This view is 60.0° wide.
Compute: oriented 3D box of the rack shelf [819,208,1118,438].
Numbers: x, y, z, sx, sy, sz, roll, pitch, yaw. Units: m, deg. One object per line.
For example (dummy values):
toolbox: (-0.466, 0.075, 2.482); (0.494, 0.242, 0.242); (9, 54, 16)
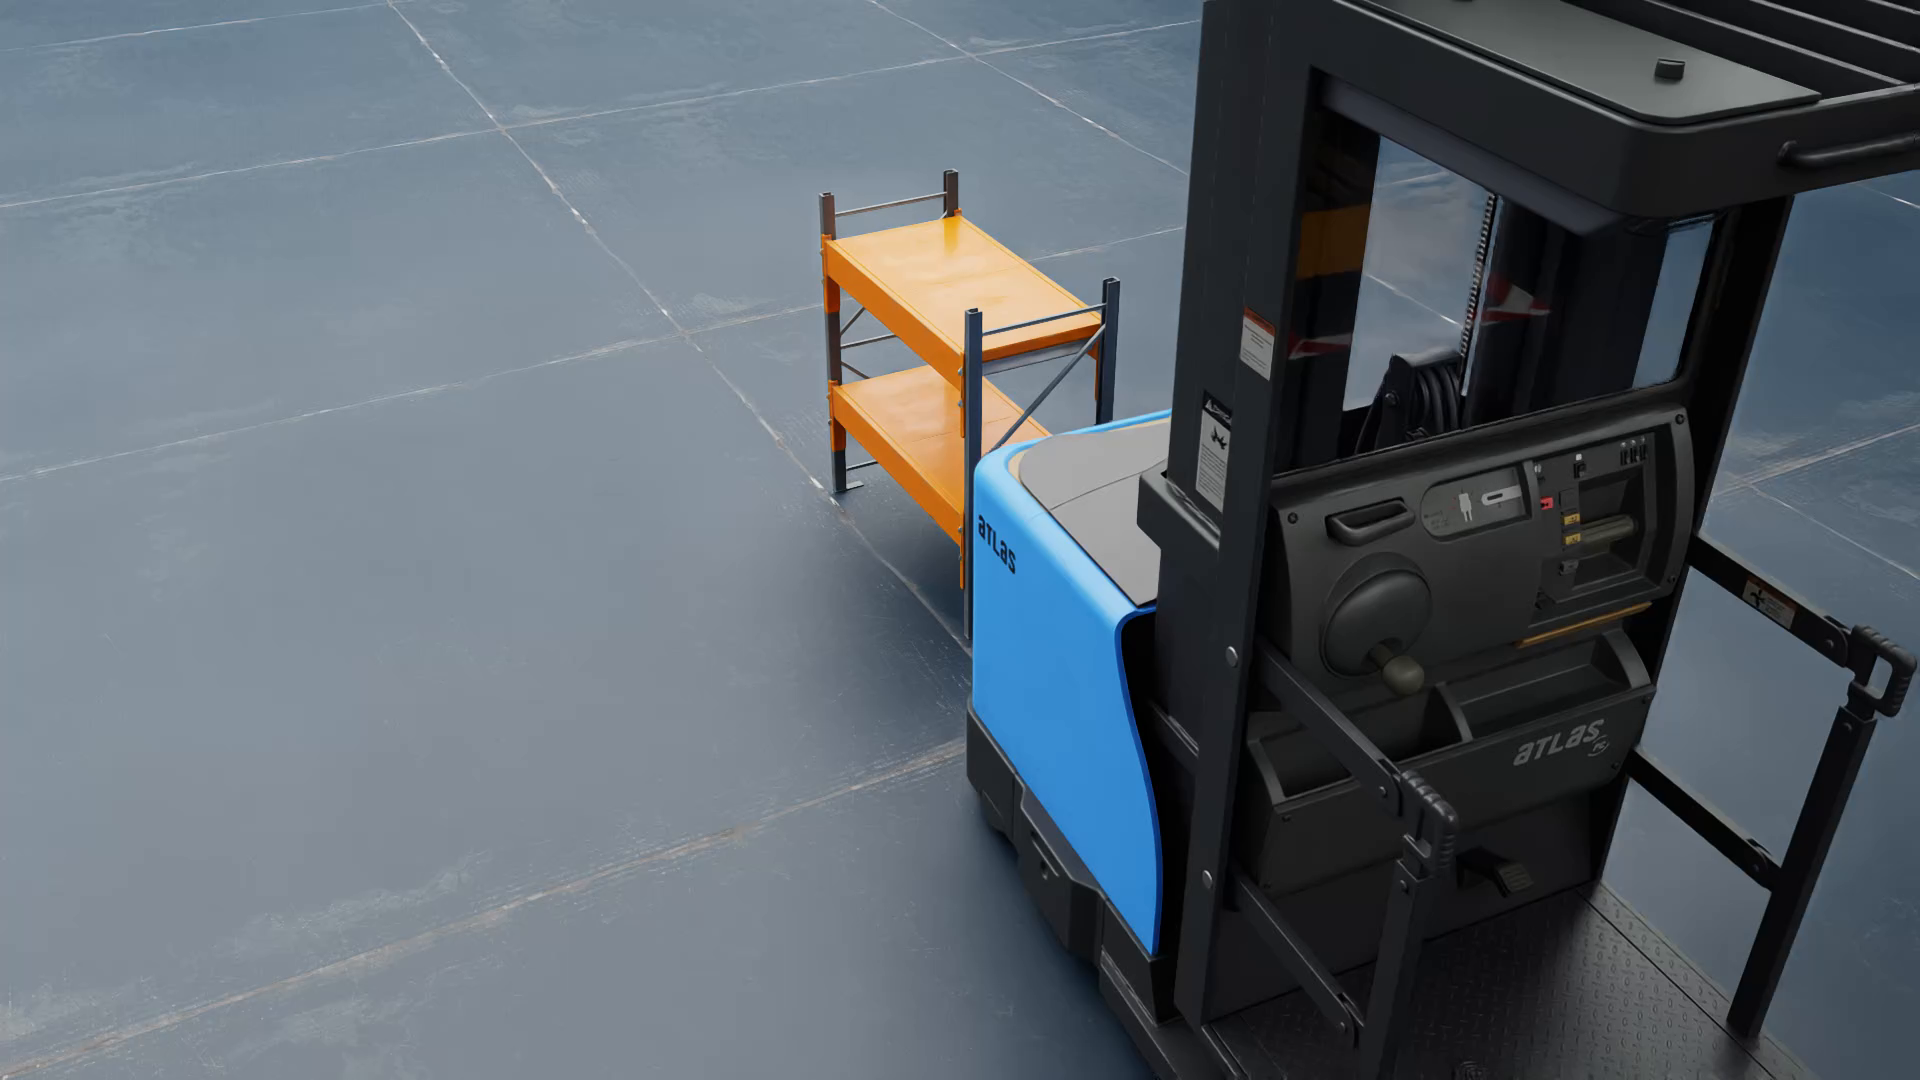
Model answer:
rack shelf: (0.003, -0.717, 5.284); (0.538, 0.278, 1.000); (-16, 36, -23)

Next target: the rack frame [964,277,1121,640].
rack frame: (0.240, -0.228, 5.063); (0.500, 1.125, 0.032); (-16, 36, -23)

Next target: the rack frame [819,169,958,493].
rack frame: (-0.234, -0.713, 5.820); (0.500, 1.125, 0.032); (-16, 36, -23)

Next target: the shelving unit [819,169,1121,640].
shelving unit: (0.003, -0.470, 5.442); (0.538, 1.125, 1.048); (-16, 36, -23)

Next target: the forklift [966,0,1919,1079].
forklift: (1.080, 0.070, 2.924); (1.130, 2.935, 3.031); (-14, 35, -20)

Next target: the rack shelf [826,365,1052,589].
rack shelf: (0.003, -0.265, 5.573); (0.538, 0.278, 1.000); (-16, 36, -23)
